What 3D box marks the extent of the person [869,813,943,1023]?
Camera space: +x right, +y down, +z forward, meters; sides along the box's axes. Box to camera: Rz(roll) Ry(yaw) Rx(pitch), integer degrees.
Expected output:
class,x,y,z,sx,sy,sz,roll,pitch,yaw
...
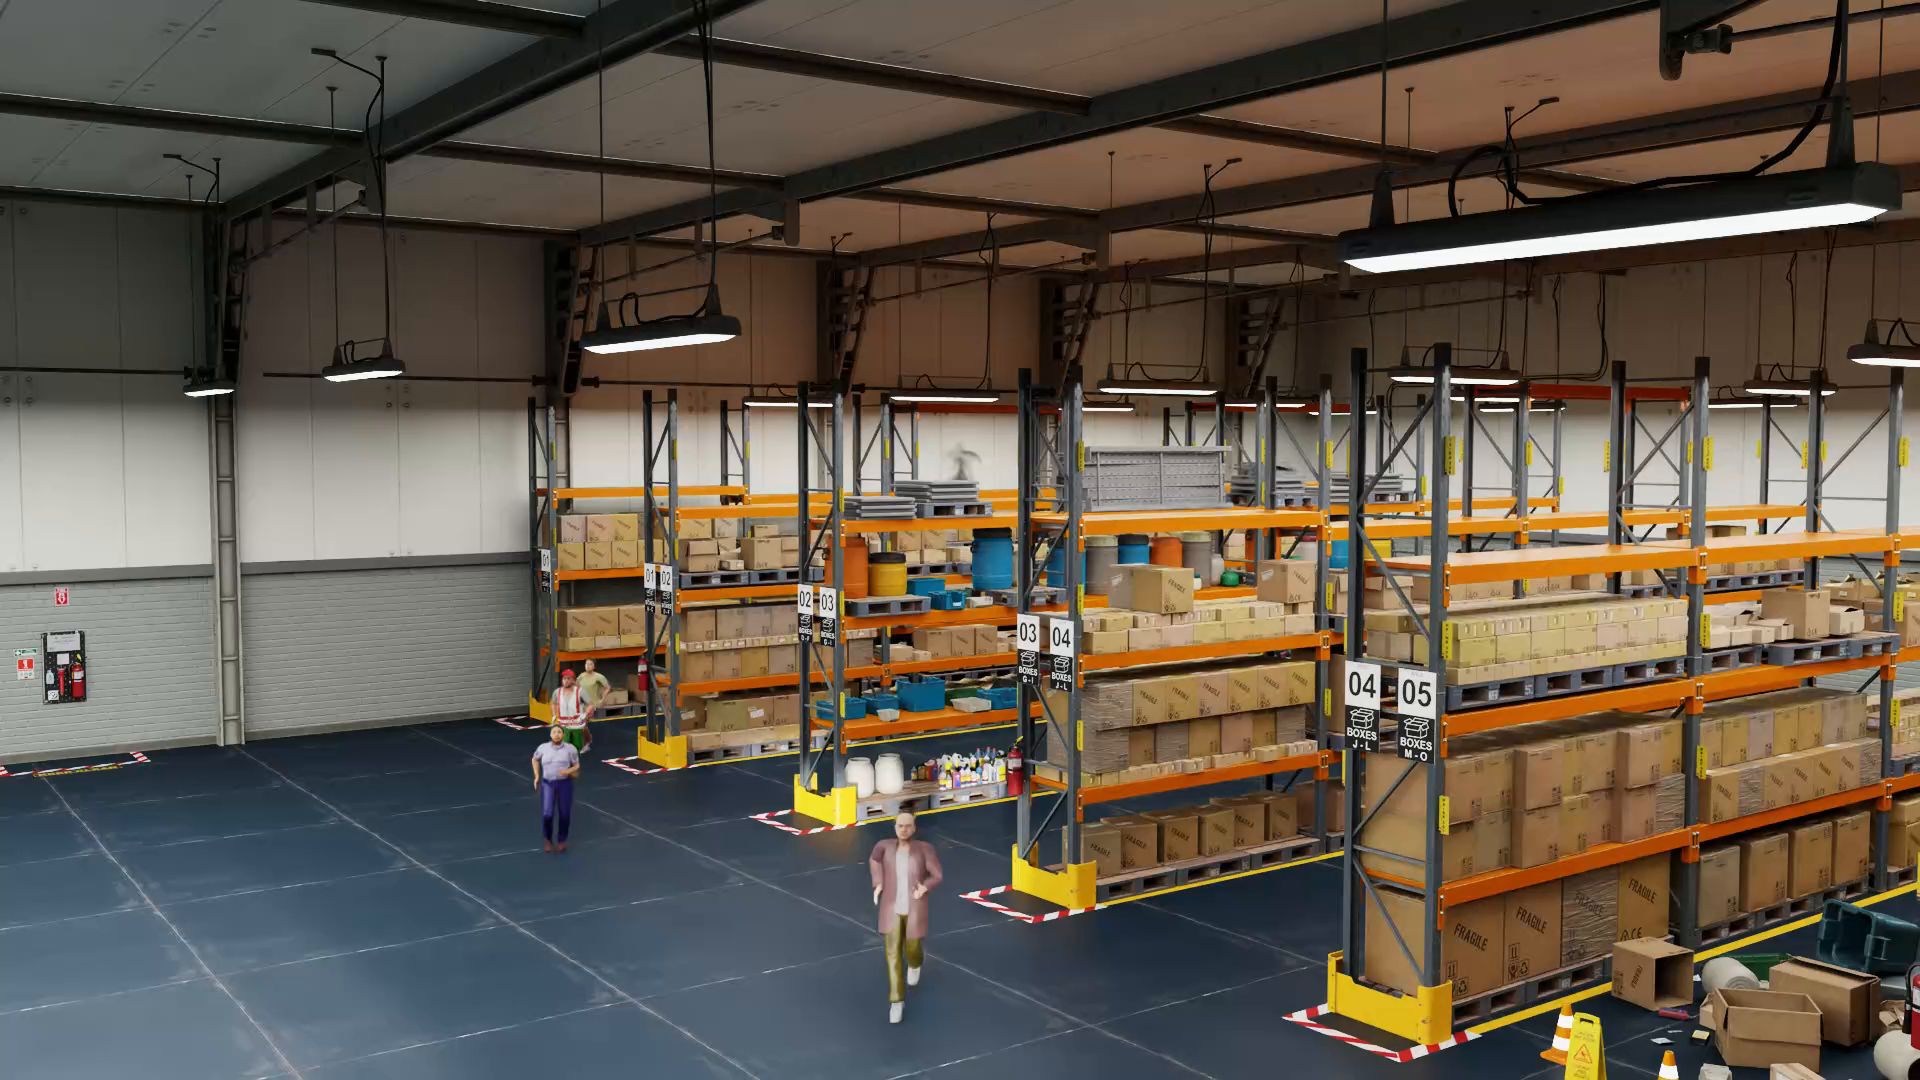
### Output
class,x,y,z,sx,sy,sz,roll,pitch,yaw
person,-0.508,3.377,15.197,0.710,1.787,1.035,0,3,5

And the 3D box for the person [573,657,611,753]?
class,x,y,z,sx,sy,sz,roll,pitch,yaw
person,-6.139,2.733,27.400,0.638,1.614,0.573,2,4,24

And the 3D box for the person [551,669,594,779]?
class,x,y,z,sx,sy,sz,roll,pitch,yaw
person,-5.772,2.811,24.776,0.656,1.813,0.858,0,3,-4

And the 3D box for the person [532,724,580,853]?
class,x,y,z,sx,sy,sz,roll,pitch,yaw
person,-5.055,3.121,20.821,0.586,1.612,0.647,-1,3,-14
